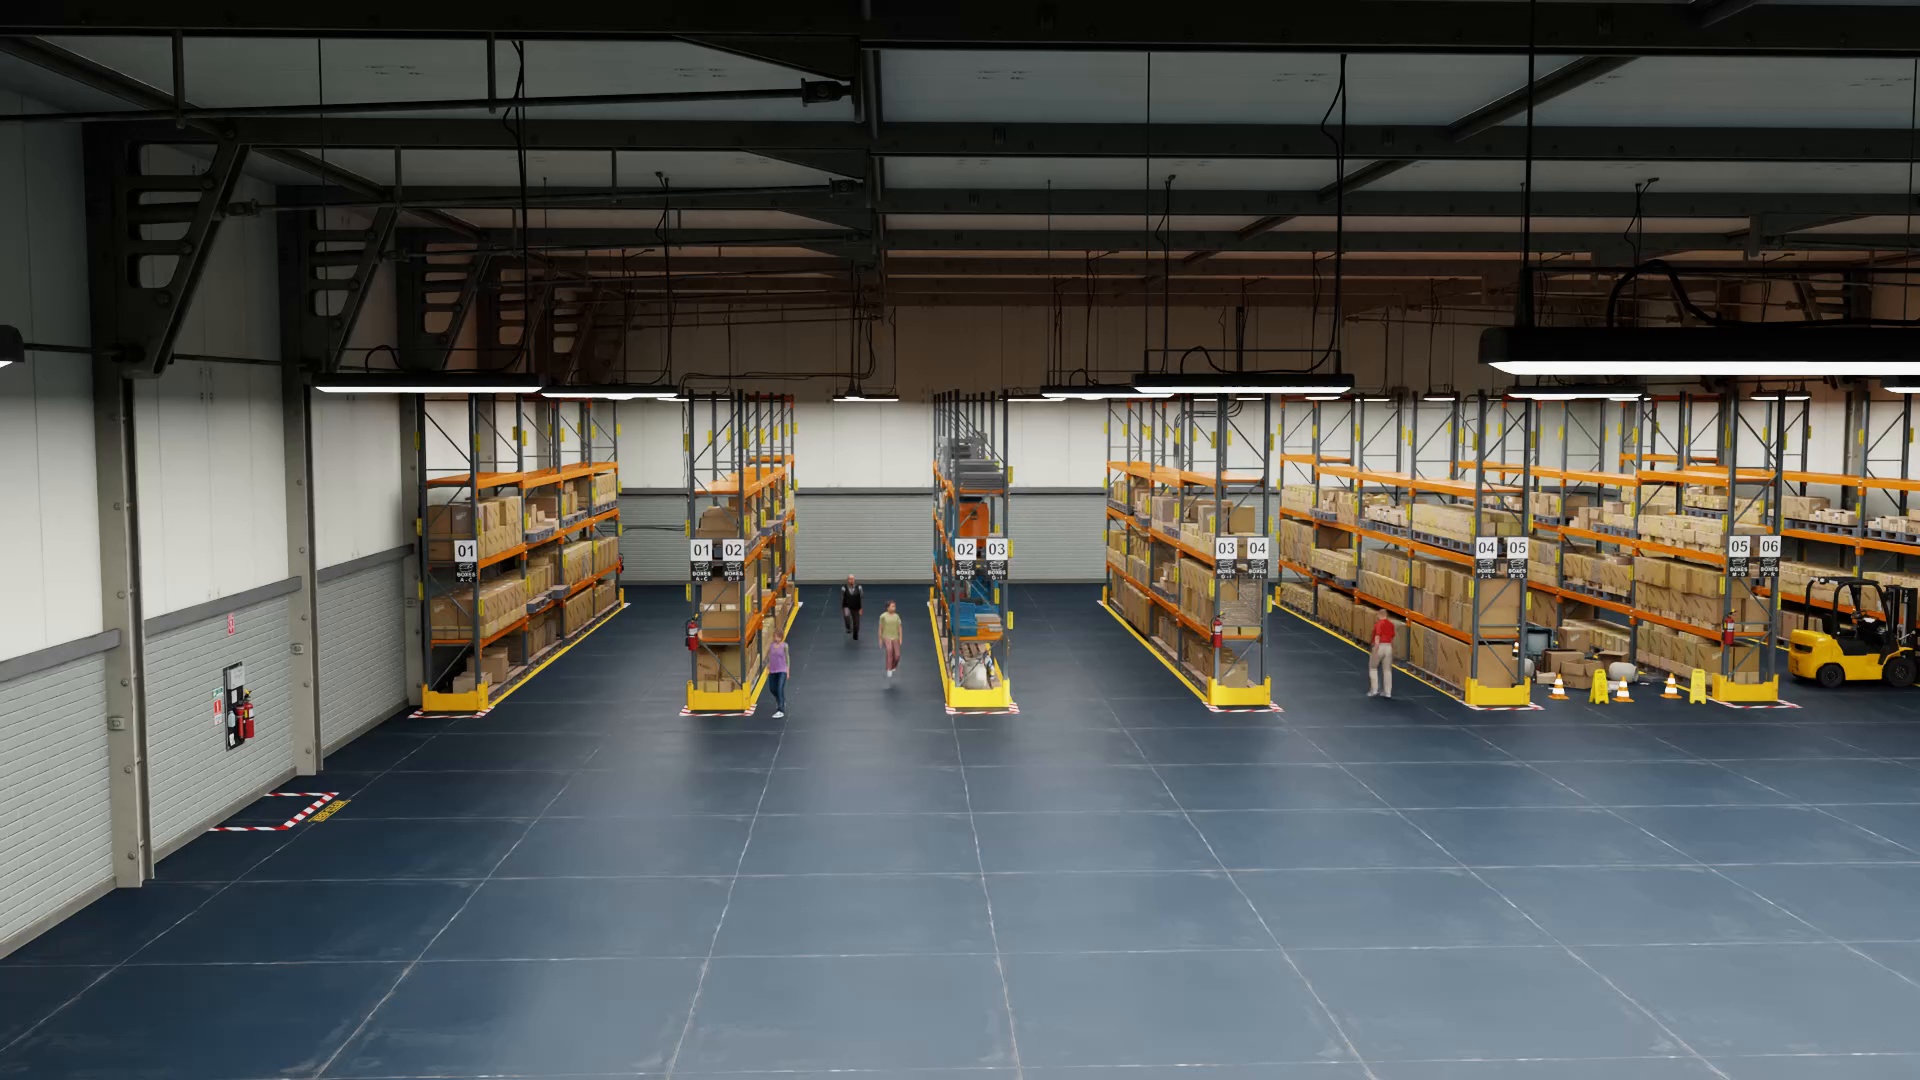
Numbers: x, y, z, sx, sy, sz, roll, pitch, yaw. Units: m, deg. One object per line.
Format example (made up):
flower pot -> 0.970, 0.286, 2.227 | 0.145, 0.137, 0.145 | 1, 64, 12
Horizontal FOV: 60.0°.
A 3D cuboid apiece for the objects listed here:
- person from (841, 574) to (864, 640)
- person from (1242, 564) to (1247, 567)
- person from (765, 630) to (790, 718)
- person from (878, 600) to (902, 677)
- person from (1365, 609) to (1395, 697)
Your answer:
person -> -2.567, 1.622, 39.616 | 0.547, 1.625, 1.002 | 0, 5, -6
person -> 8.077, 1.017, 47.460 | 0.471, 1.637, 0.877 | 1, 5, 6
person -> -3.359, 2.436, 30.594 | 0.420, 1.572, 0.736 | 2, 5, 21
person -> -1.366, 1.978, 33.760 | 0.467, 1.487, 0.730 | -1, 5, -18
person -> 8.292, 2.242, 32.559 | 0.543, 1.784, 0.600 | -1, 5, -9
